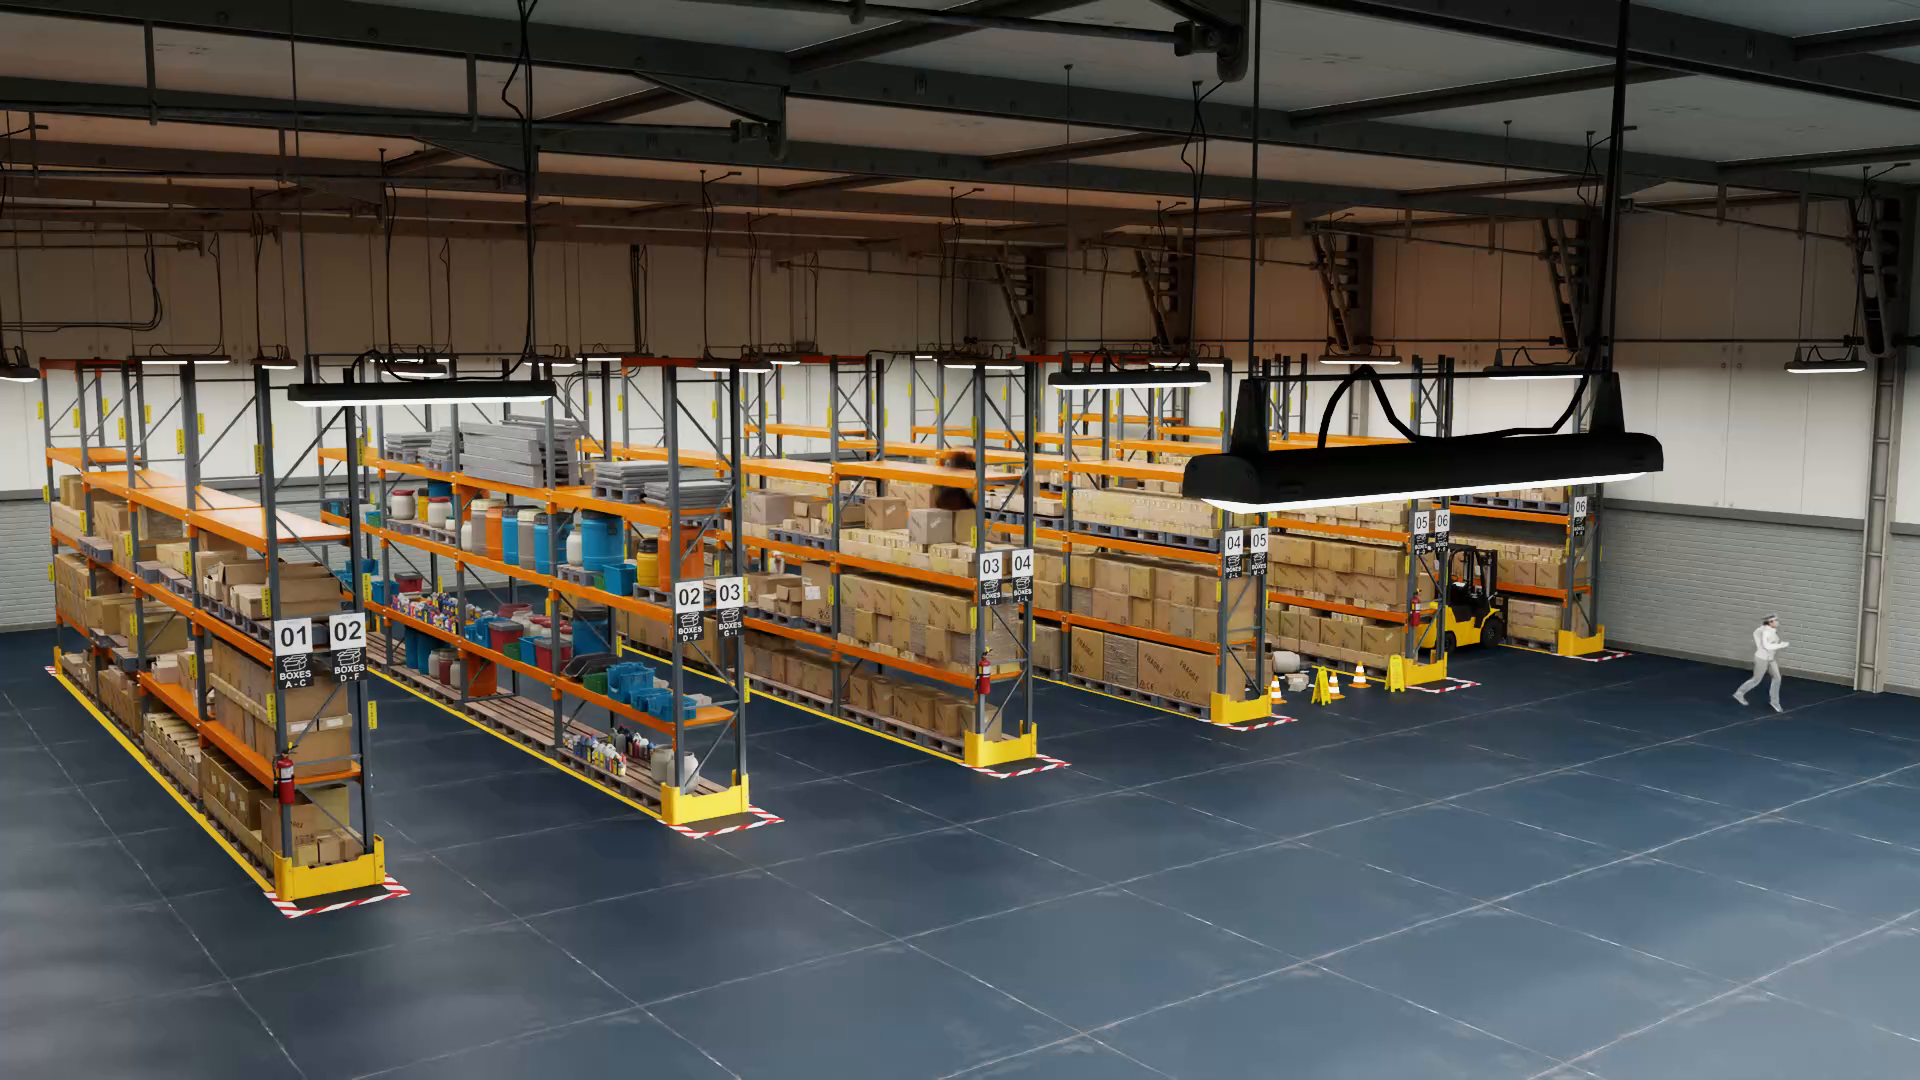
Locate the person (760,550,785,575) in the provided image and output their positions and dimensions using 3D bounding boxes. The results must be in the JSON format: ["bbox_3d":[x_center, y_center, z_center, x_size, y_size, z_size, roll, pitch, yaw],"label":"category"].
[{"bbox_3d":[-4.263,1.017,37.374,0.688,1.729,1.046,-6,9,-43],"label":"person"}]

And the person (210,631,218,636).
[{"bbox_3d":[-14.134,1.732,31.703,0.725,1.623,0.591,7,9,43],"label":"person"}]

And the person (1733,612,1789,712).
[{"bbox_3d":[13.739,2.092,28.513,0.834,1.764,0.597,5,9,38],"label":"person"}]
